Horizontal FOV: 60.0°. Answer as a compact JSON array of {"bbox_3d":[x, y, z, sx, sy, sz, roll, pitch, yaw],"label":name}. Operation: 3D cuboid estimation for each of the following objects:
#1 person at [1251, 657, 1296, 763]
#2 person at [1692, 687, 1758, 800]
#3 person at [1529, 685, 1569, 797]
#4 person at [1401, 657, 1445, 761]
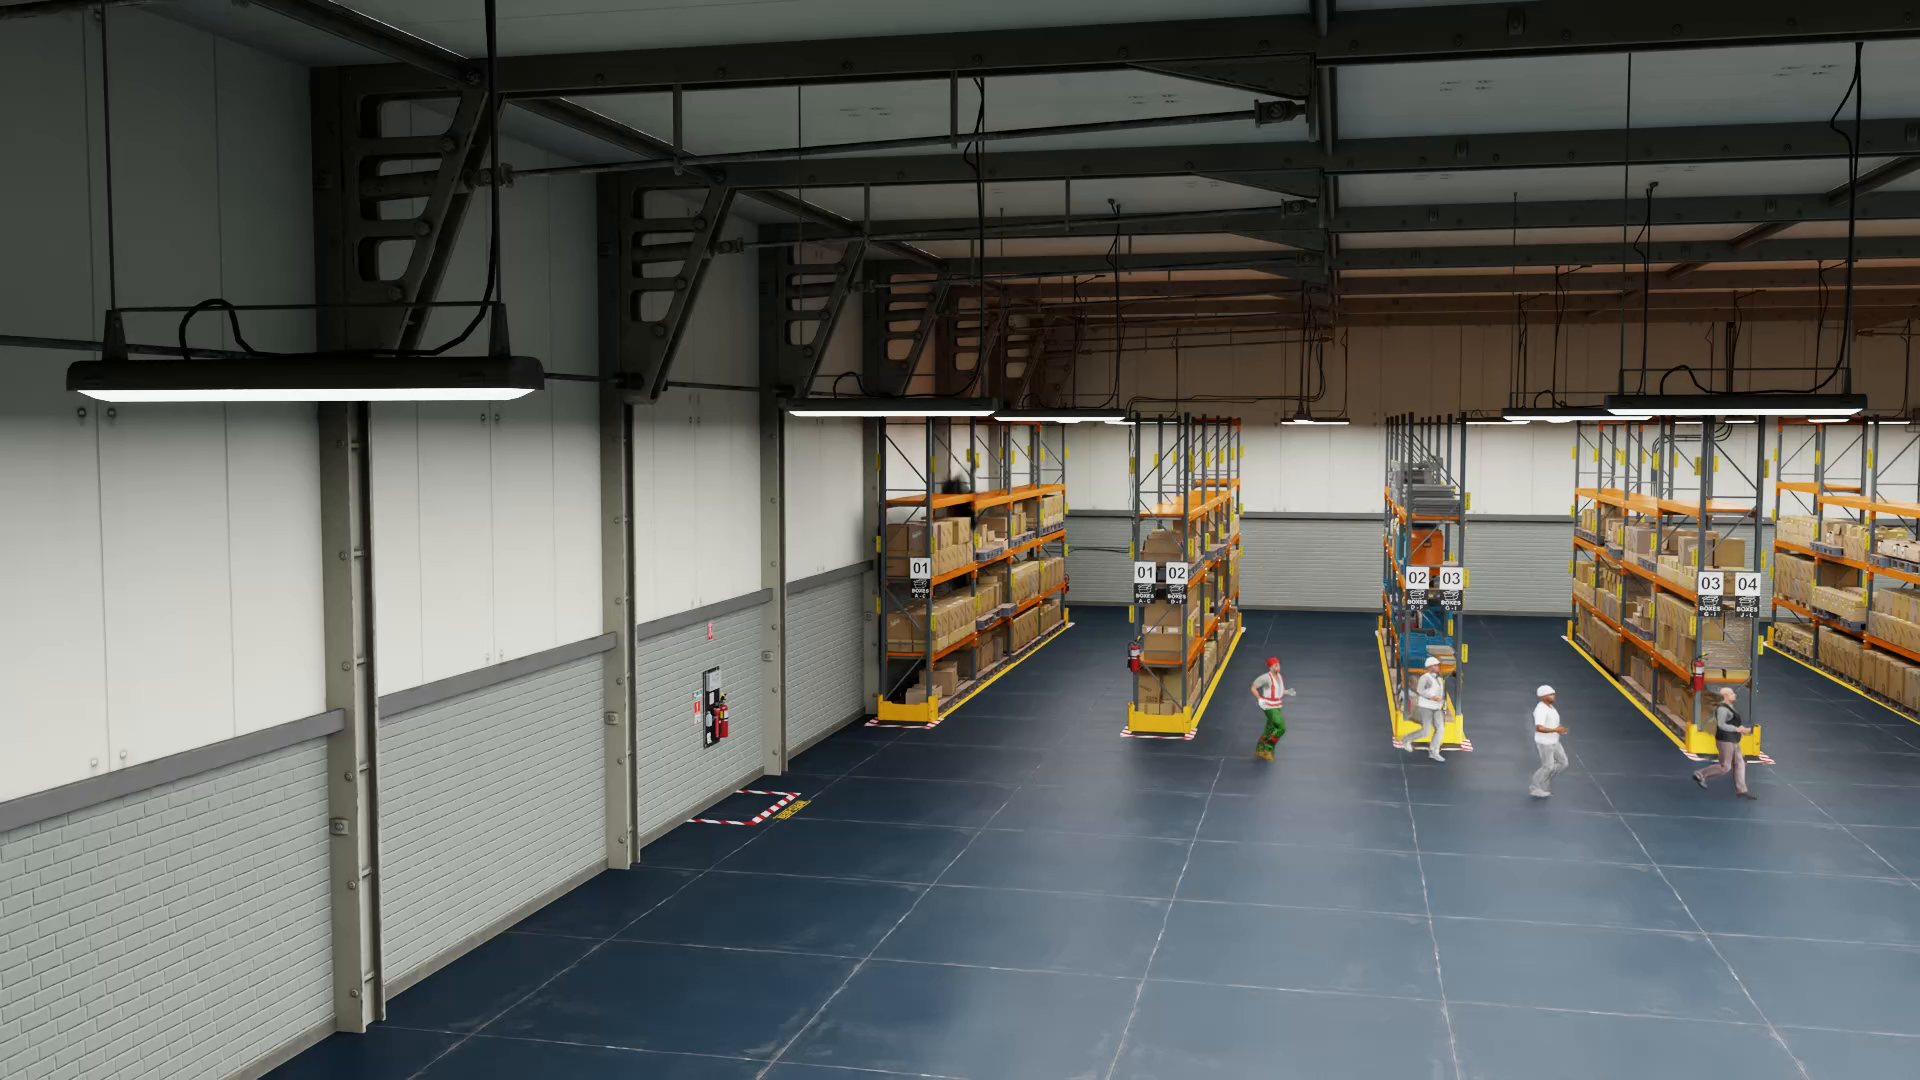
[{"bbox_3d":[5.401,2.912,28.560,0.709,1.806,0.620,3,5,39],"label":"person"},{"bbox_3d":[11.810,3.125,25.630,0.936,1.717,0.661,3,5,36],"label":"person"},{"bbox_3d":[9.104,3.114,25.620,0.626,1.750,0.680,3,5,37],"label":"person"},{"bbox_3d":[8.116,2.907,28.832,0.674,1.769,0.815,-3,5,-41],"label":"person"}]
